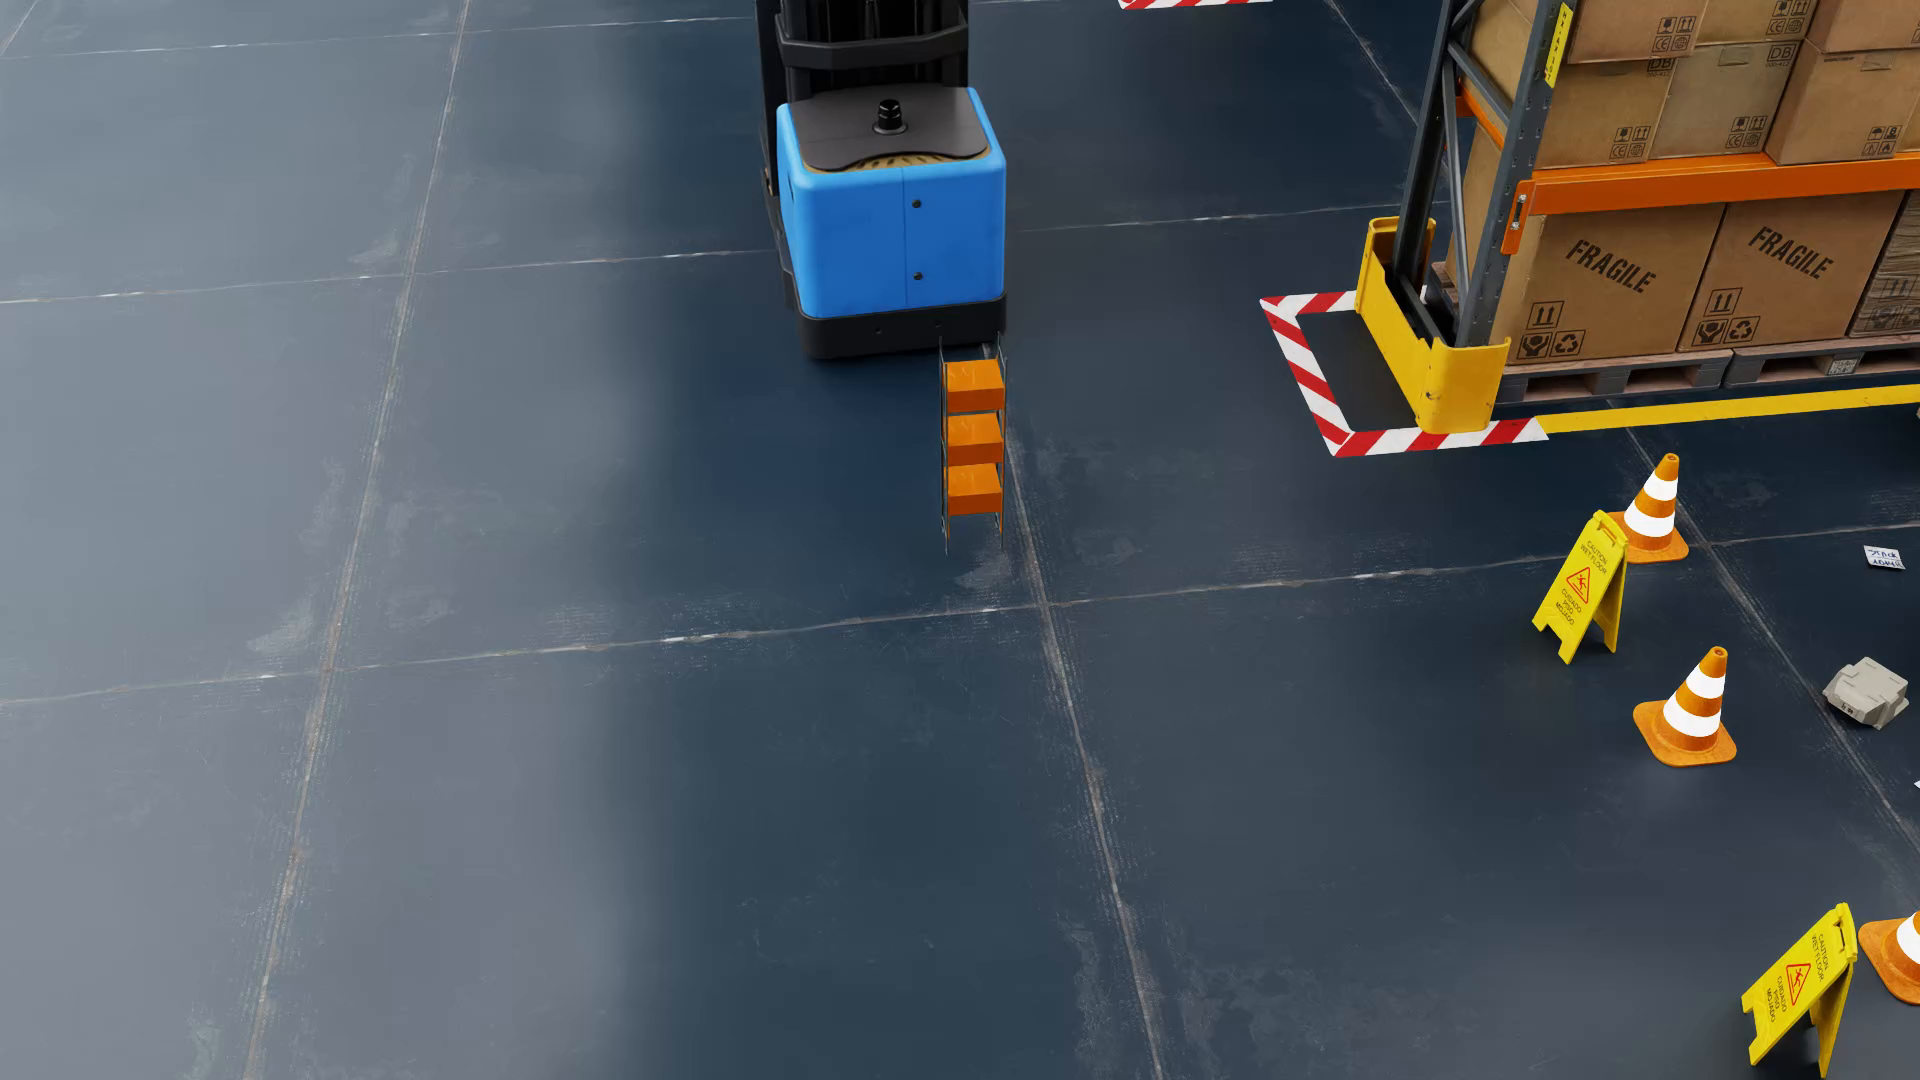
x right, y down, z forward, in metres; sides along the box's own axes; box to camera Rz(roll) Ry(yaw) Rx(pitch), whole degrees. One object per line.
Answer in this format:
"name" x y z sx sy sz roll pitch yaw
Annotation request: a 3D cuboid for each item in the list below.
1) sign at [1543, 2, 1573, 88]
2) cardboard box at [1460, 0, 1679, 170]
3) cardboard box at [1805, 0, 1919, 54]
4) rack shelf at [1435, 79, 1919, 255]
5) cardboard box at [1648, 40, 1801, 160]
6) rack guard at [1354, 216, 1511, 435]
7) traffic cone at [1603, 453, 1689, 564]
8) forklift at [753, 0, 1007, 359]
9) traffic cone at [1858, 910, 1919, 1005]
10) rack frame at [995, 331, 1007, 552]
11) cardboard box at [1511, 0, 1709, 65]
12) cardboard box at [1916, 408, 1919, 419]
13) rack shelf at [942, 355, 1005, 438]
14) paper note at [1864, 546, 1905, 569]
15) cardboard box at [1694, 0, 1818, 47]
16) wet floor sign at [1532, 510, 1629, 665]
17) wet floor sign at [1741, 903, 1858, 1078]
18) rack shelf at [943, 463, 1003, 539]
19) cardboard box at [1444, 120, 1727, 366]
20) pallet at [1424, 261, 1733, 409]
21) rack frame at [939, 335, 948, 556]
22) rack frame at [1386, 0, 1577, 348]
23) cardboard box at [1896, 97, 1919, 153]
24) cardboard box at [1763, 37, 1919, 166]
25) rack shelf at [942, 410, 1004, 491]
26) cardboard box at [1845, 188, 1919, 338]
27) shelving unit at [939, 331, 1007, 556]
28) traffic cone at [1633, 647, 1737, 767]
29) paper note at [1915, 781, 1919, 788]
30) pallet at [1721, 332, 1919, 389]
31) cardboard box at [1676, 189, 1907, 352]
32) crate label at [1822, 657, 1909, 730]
"sign" 2.424 -2.004 6.742 0.005 0.325 0.100 -5 42 -6
"cardboard box" 2.720 -2.140 7.486 0.550 0.550 0.875 -5 42 -6
"cardboard box" 3.837 -2.553 7.137 0.550 0.550 0.875 -5 42 -6
"rack shelf" 4.341 -1.929 7.901 4.000 0.370 1.077 -5 42 -6
"cardboard box" 3.262 -2.202 7.555 0.550 0.550 0.875 -5 42 -6
"rack guard" 2.334 -1.092 8.302 0.348 0.500 1.175 -5 42 -6
"traffic cone" 3.068 -0.183 7.323 0.334 0.463 0.336 -5 42 -6
"forklift" -0.547 -2.994 8.596 1.130 2.935 3.031 -7 43 -8
"traffic cone" 3.359 1.305 5.673 0.334 0.463 0.336 -5 42 -6
"rack frame" 0.174 -0.405 7.130 0.008 1.050 0.200 -5 42 -6
"cardboard box" 2.730 -2.485 7.063 0.550 0.550 0.875 -5 42 -6
"cardboard box" 4.918 -0.626 7.784 0.500 0.500 0.500 2 42 2
"rack shelf" 0.053 -0.597 6.936 0.240 0.259 0.215 -5 42 -6
"paper note" 4.091 0.076 7.359 0.142 0.017 0.144 8 43 9
"cardboard box" 3.264 -2.594 7.183 0.550 0.550 0.875 -5 42 -6
"wet floor sign" 2.586 0.170 6.795 0.232 0.644 0.267 -12 43 -13
"wet floor sign" 2.772 1.437 5.390 0.232 0.644 0.267 8 43 9
"rack shelf" 0.053 -0.180 7.312 0.240 0.259 0.215 -5 42 -6
"cardboard box" 3.021 -1.492 8.152 0.875 0.875 0.875 -5 42 -5
"pallet" 3.140 -1.108 8.536 1.213 0.211 1.003 -5 42 -6
"rack frame" -0.068 -0.384 7.107 0.008 1.050 0.200 -5 42 -6
"rack frame" 2.358 -2.022 7.467 0.127 3.000 1.000 -5 42 -6
"cardboard box" 4.354 -2.241 7.598 0.500 0.550 0.875 -5 42 -6
"cardboard box" 3.834 -2.167 7.517 0.550 0.550 0.875 -5 42 -6
"rack shelf" 0.053 -0.387 7.126 0.240 0.259 0.215 -5 42 -6
"cardboard box" 4.798 -1.647 8.325 0.875 0.875 0.875 -5 42 -5
"shelving unit" 0.053 -0.394 7.119 0.252 1.050 0.215 -5 42 -6
"traffic cone" 2.878 0.597 6.458 0.334 0.463 0.336 -5 42 -6
"paper note" 3.779 0.955 6.383 0.142 0.019 0.148 -19 45 -20
"pallet" 4.347 -1.212 8.651 1.213 0.211 1.003 -5 42 -6
"cardboard box" 3.894 -1.570 8.238 0.875 0.875 0.875 -6 42 -6
"crate label" 3.649 0.609 6.688 0.298 0.136 0.250 -27 49 -27
